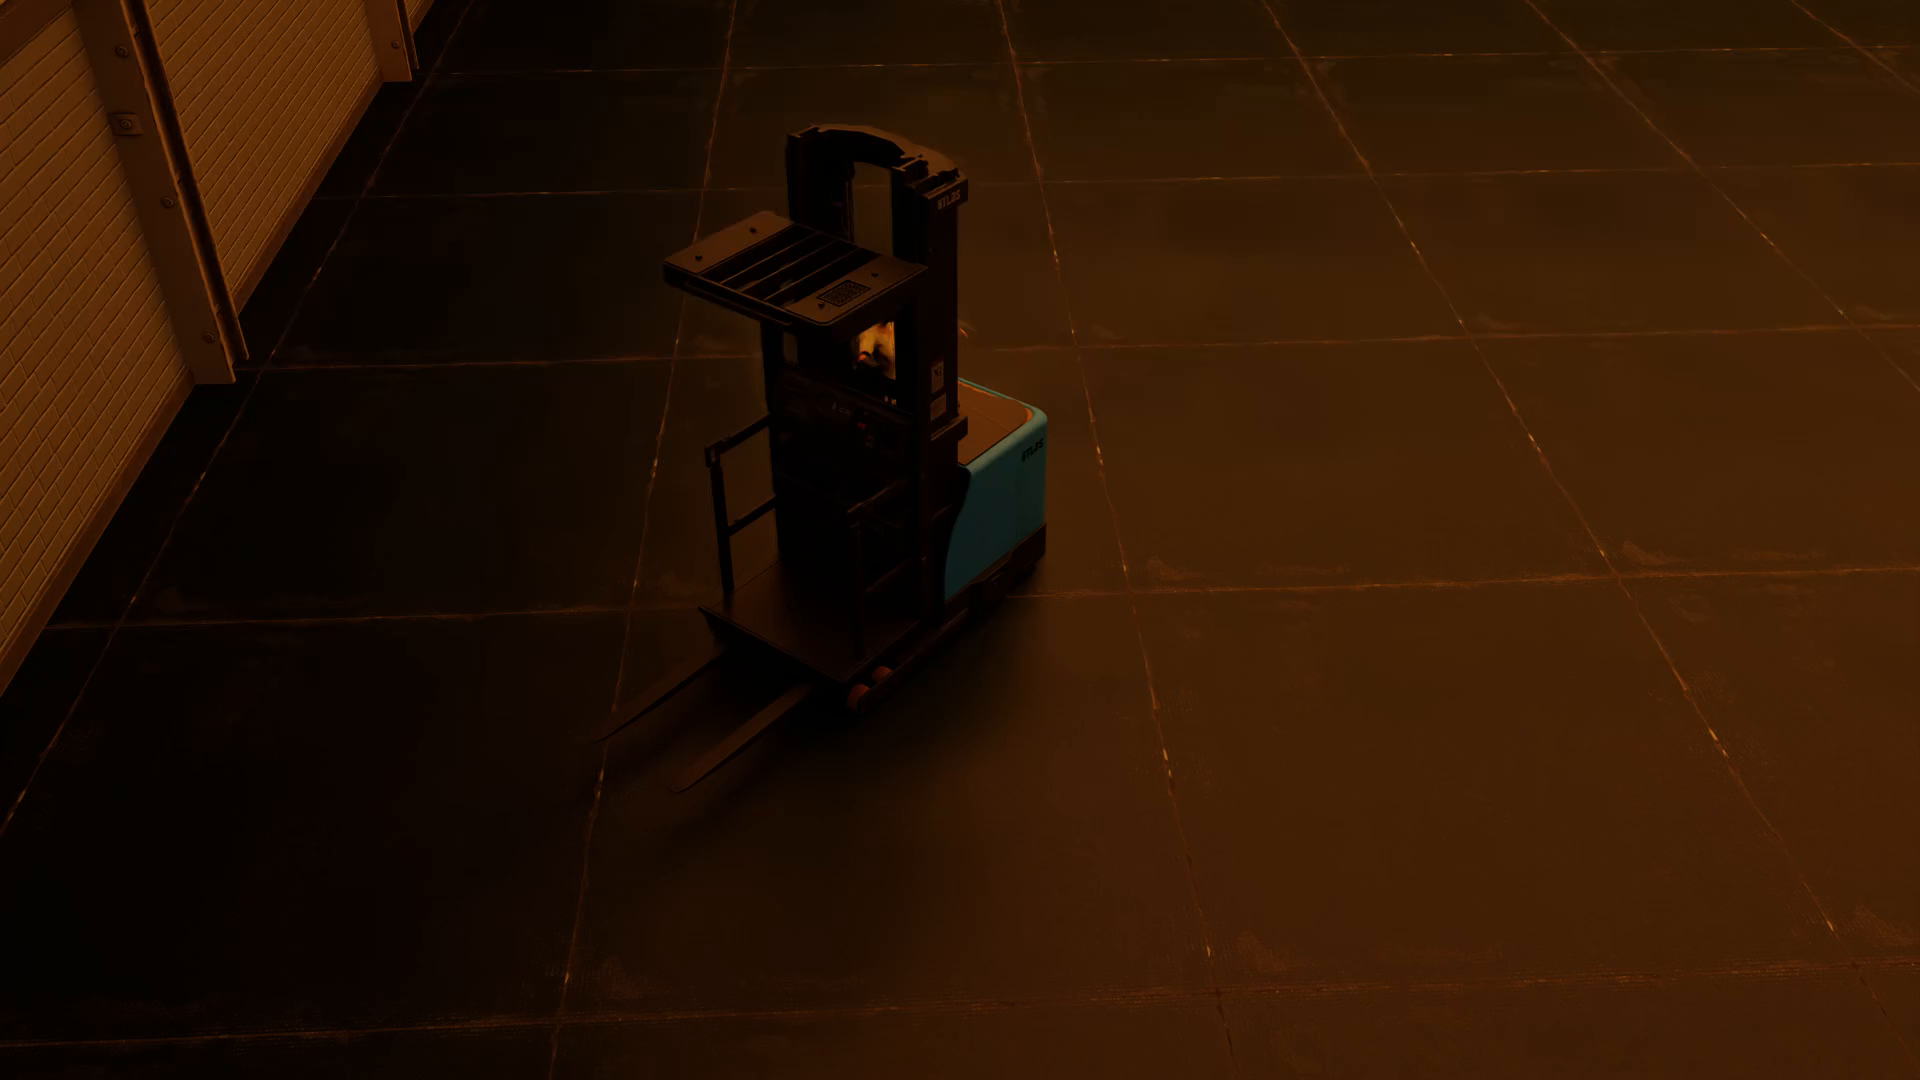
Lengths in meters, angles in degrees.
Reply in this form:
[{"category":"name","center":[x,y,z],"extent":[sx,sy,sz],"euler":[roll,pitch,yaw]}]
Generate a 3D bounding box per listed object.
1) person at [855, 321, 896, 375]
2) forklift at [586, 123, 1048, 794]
[{"category":"person","center":[-0.296,-0.904,10.667],"extent":[0.702,1.134,0.648],"euler":[4,36,5]},{"category":"forklift","center":[-0.769,-0.553,8.770],"extent":[1.130,2.935,3.031],"euler":[24,43,30]}]
